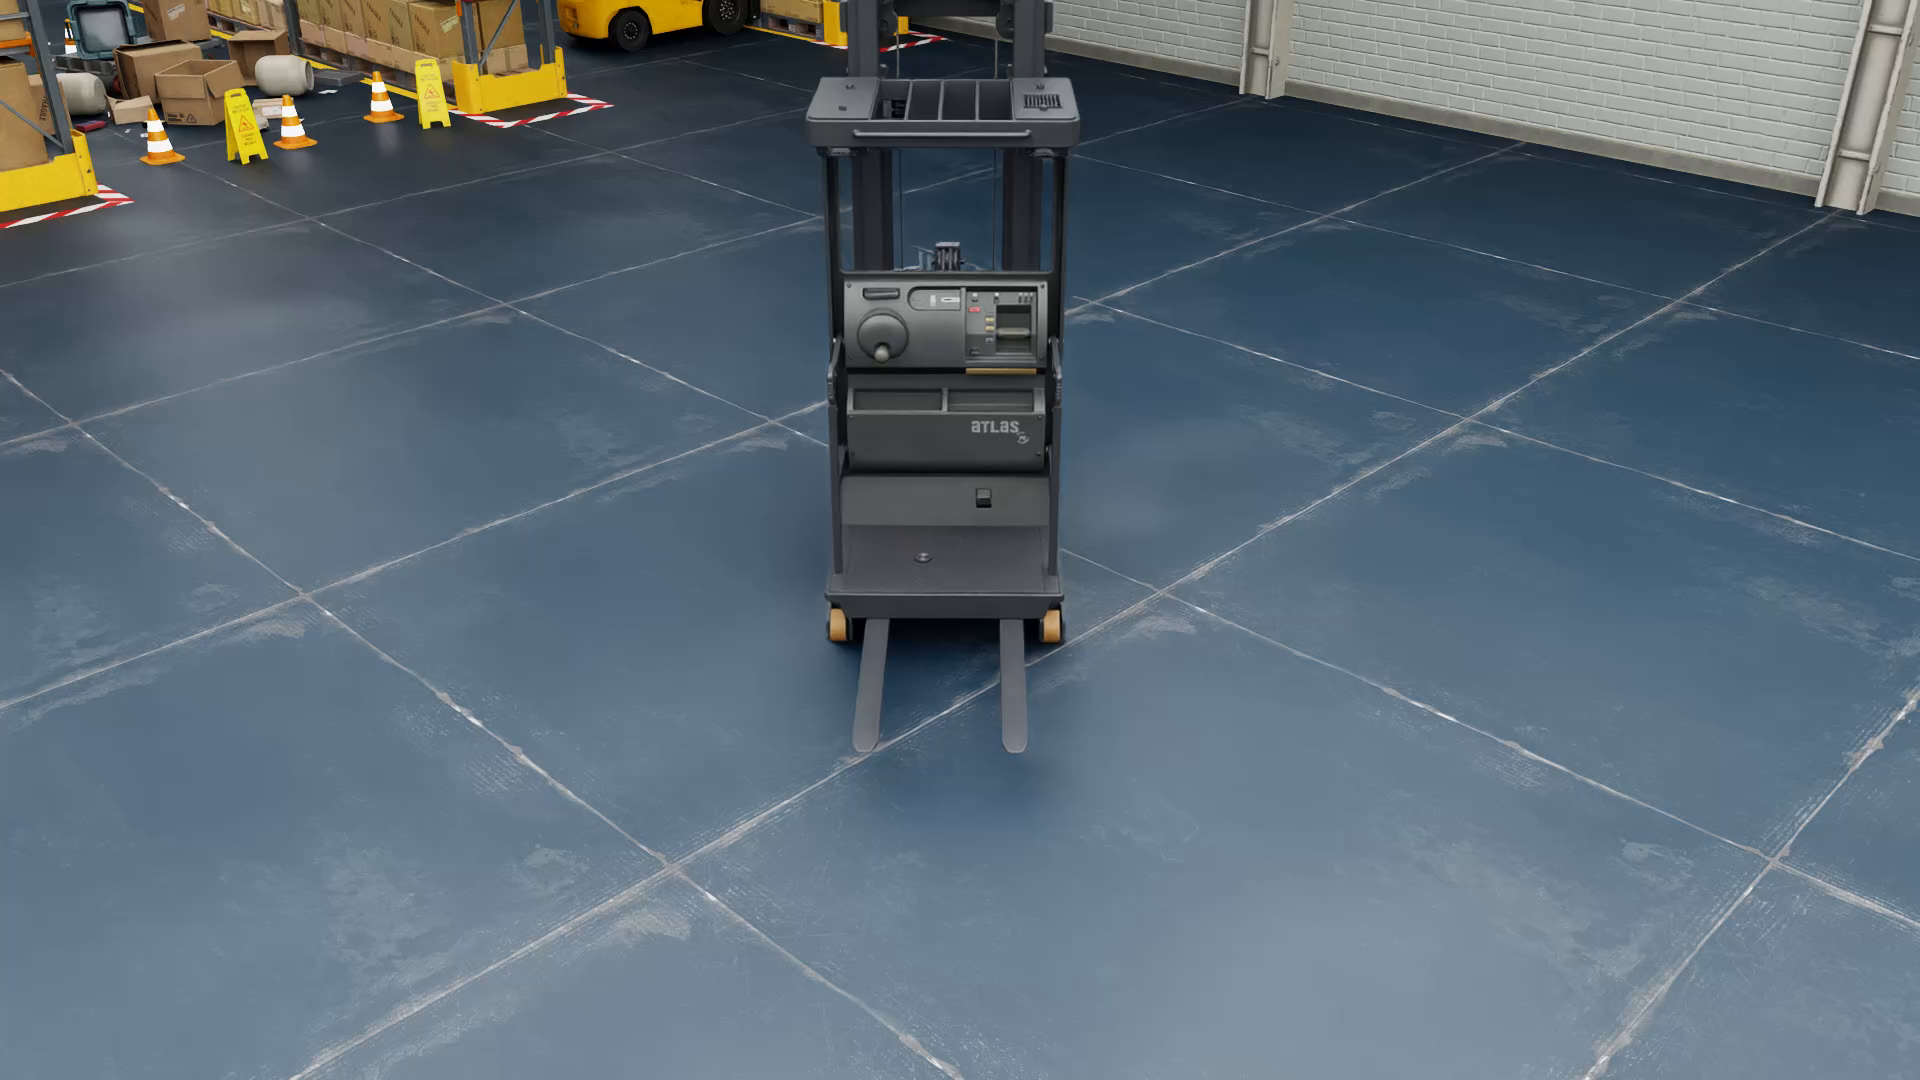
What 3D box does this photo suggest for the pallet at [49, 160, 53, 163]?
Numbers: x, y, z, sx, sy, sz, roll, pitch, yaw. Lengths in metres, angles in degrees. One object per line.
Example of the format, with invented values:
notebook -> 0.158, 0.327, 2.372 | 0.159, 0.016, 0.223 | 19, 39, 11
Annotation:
pallet -> -8.668, -3.228, 14.663 | 1.213, 0.211, 1.003 | 25, 36, 38

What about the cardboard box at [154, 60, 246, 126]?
cardboard box -> -7.672, -4.531, 16.827 | 0.637, 0.503, 0.797 | 2, 28, 4

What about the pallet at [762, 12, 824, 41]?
pallet -> -1.742, -6.553, 20.986 | 1.213, 0.211, 1.003 | 25, 36, 38

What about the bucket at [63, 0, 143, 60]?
bucket -> -9.182, -5.477, 17.828 | 0.726, 0.611, 0.620 | -13, 20, -22

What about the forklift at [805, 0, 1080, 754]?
forklift -> -0.065, -0.955, 7.416 | 1.130, 2.935, 3.031 | 0, 28, 1

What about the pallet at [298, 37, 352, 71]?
pallet -> -6.993, -5.767, 19.491 | 1.213, 0.211, 1.003 | 25, 36, 38

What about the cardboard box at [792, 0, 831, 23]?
cardboard box -> -1.724, -6.569, 20.523 | 0.500, 0.250, 0.500 | 25, 37, 39

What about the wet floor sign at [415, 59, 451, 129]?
wet floor sign -> -5.259, -4.444, 16.509 | 0.267, 0.644, 0.232 | -13, 30, -22

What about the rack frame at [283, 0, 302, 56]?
rack frame -> -7.497, -7.208, 19.236 | 0.127, 3.000, 1.000 | 25, 36, 38

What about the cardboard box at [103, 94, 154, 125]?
cardboard box -> -8.378, -4.373, 16.781 | 0.396, 0.266, 0.258 | -18, 33, -31

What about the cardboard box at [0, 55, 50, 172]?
cardboard box -> -8.573, -3.672, 14.343 | 0.875, 0.875, 0.875 | 25, 37, 39

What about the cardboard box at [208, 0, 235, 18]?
cardboard box -> -8.885, -6.861, 20.948 | 0.950, 0.372, 0.625 | -24, 36, -38

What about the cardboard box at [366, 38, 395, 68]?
cardboard box -> -6.151, -5.387, 18.276 | 0.500, 0.250, 0.500 | 23, 35, 37

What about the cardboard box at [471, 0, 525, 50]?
cardboard box -> -5.043, -5.567, 17.811 | 0.500, 0.500, 0.500 | 23, 36, 37

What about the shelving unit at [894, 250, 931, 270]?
shelving unit -> -0.271, -1.010, 9.365 | 0.258, 1.200, 0.189 | -8, 18, -15

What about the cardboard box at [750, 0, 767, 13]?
cardboard box -> -2.422, -6.901, 21.154 | 0.500, 0.250, 0.500 | -25, 37, -39

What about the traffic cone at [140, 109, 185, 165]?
traffic cone -> -7.426, -3.749, 15.383 | 0.334, 0.463, 0.336 | 25, 36, 38

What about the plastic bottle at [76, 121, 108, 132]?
plastic bottle -> -8.614, -4.117, 16.514 | 0.133, 0.061, 0.283 | 12, 30, 22

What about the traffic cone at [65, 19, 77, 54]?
traffic cone -> -10.271, -5.788, 19.261 | 0.334, 0.463, 0.336 | 25, 36, 38

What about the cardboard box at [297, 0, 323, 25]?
cardboard box -> -7.265, -6.227, 19.067 | 0.500, 0.500, 0.500 | -23, 36, -37

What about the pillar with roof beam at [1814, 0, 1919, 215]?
pillar with roof beam -> 4.507, -5.389, 9.330 | 0.400, 9.000, 9.100 | 25, 36, 38

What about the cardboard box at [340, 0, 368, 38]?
cardboard box -> -6.507, -5.887, 18.420 | 0.500, 0.500, 0.500 | -23, 35, -37

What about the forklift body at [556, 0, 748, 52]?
forklift body -> -3.798, -7.189, 20.112 | 1.214, 2.155, 2.313 | 25, 36, 38

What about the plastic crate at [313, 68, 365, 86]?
plastic crate -> -6.952, -5.132, 18.424 | 0.583, 0.080, 0.402 | 12, 30, 22

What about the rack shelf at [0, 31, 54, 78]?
rack shelf -> -9.469, -4.562, 14.976 | 4.000, 0.370, 1.077 | 25, 36, 38

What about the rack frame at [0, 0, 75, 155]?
rack frame -> -8.043, -4.228, 13.567 | 0.127, 3.000, 1.000 | 25, 36, 38

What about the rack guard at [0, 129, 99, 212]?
rack guard -> -8.026, -3.113, 14.134 | 0.348, 0.500, 1.175 | 25, 36, 38

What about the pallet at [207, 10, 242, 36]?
pallet -> -8.927, -6.626, 21.124 | 1.213, 0.211, 1.003 | 25, 36, 38

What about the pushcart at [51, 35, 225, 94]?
pushcart -> -9.060, -5.275, 18.376 | 0.936, 0.377, 1.648 | 12, 30, 22

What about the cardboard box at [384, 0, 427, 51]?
cardboard box -> -5.773, -5.548, 17.776 | 0.500, 0.500, 0.500 | -24, 36, -37

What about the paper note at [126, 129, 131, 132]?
paper note -> -8.220, -4.043, 16.428 | 0.032, 0.001, 0.123 | -7, 29, -14

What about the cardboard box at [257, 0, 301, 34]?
cardboard box -> -7.873, -6.402, 20.074 | 0.950, 0.372, 0.625 | -25, 37, -39

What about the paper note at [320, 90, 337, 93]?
paper note -> -6.802, -4.836, 17.914 | 0.148, 0.019, 0.142 | 12, 30, 22

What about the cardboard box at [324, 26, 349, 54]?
cardboard box -> -6.877, -5.725, 18.918 | 0.500, 0.250, 0.500 | -23, 35, -36

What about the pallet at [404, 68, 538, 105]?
pallet -> -5.253, -4.971, 17.976 | 1.213, 0.211, 1.003 | 25, 36, 38

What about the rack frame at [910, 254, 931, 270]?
rack frame -> -0.246, -0.986, 9.281 | 0.240, 1.200, 0.006 | -8, 18, -15

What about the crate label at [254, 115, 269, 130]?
crate label -> -6.995, -4.105, 16.410 | 0.298, 0.136, 0.250 | 7, 29, 13

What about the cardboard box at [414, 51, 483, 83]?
cardboard box -> -5.427, -5.054, 17.643 | 0.500, 0.250, 0.500 | 24, 36, 38

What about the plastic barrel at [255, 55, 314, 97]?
plastic barrel -> -7.179, -4.935, 17.680 | 0.512, 0.421, 0.421 | -3, 28, -5

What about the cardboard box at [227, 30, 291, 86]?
cardboard box -> -7.687, -5.302, 18.293 | 0.500, 0.500, 0.500 | -3, 28, -5
